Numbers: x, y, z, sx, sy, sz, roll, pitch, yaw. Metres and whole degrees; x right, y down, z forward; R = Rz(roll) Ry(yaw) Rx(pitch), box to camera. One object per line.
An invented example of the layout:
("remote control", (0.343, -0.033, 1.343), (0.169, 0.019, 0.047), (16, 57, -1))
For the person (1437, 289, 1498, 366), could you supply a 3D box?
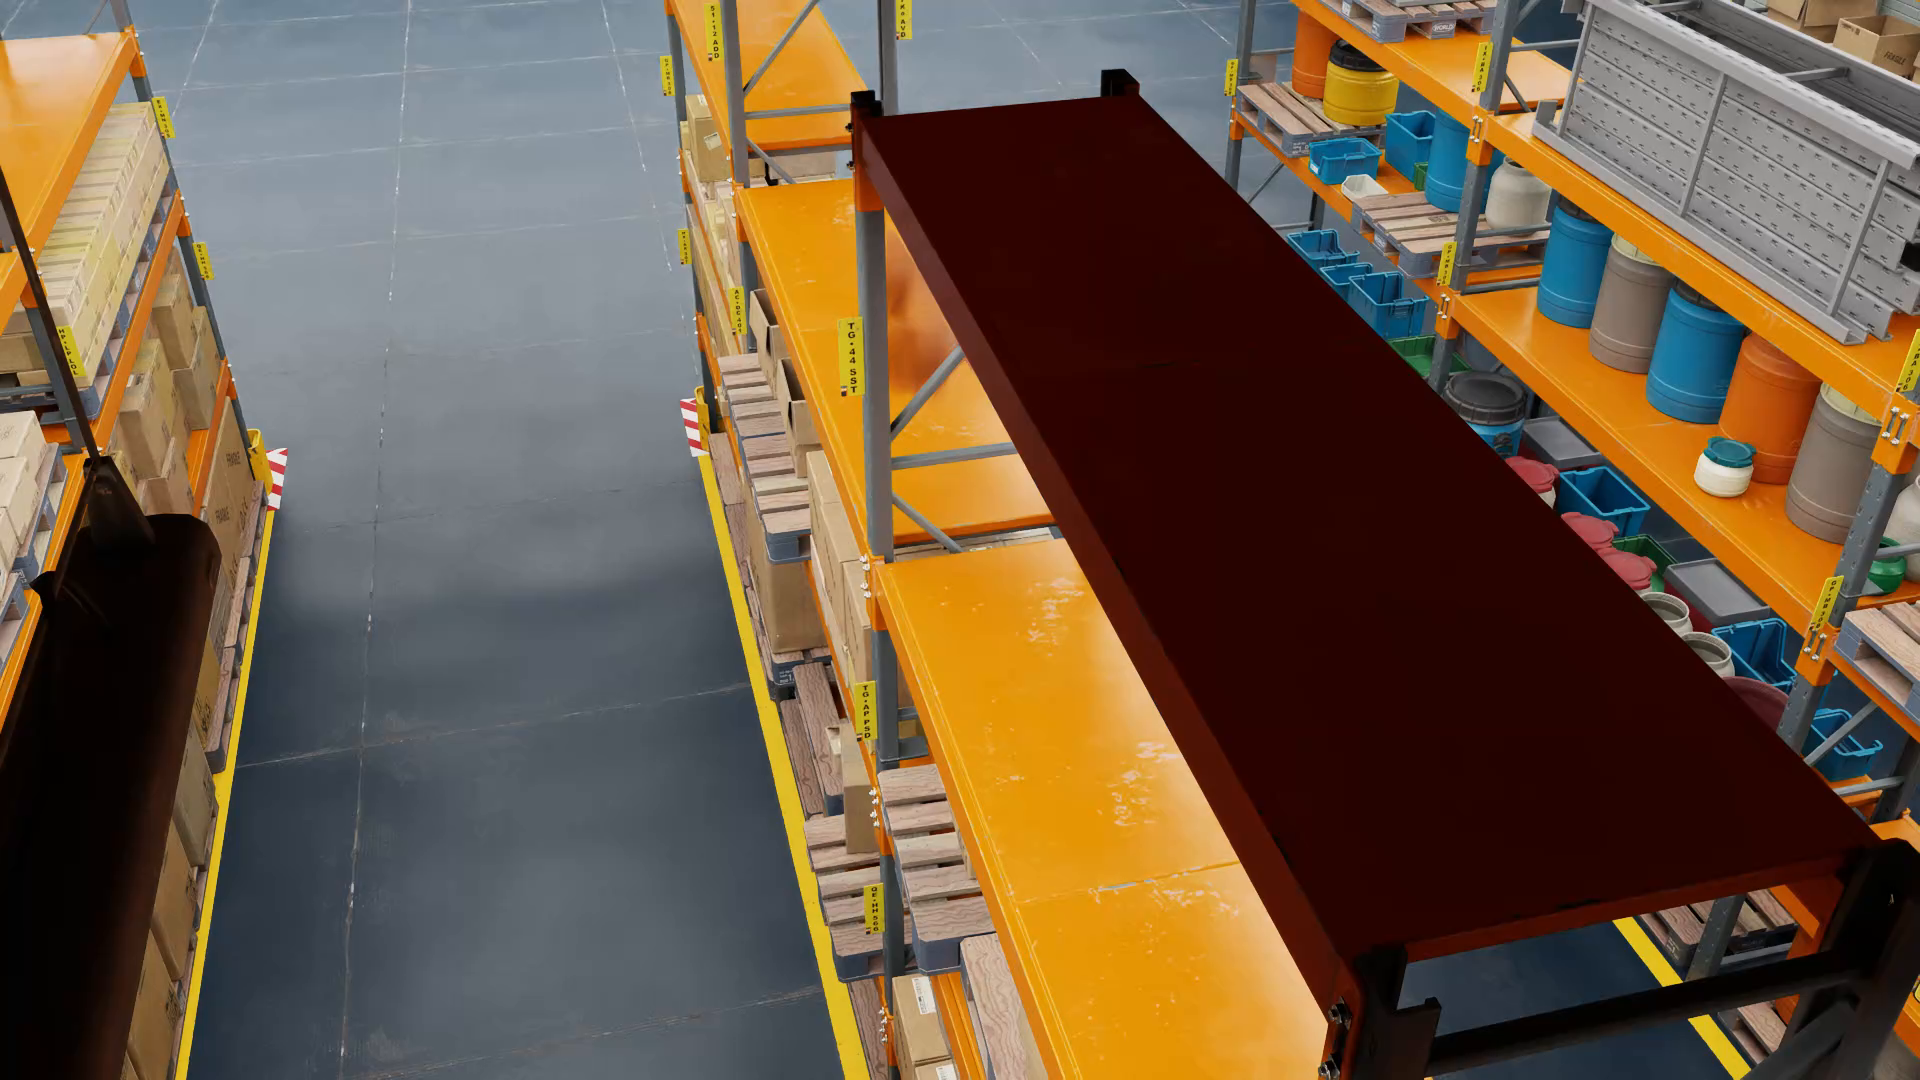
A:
("person", (4.704, -2.139, 15.720), (0.628, 1.791, 0.781), (-15, 37, -21))
